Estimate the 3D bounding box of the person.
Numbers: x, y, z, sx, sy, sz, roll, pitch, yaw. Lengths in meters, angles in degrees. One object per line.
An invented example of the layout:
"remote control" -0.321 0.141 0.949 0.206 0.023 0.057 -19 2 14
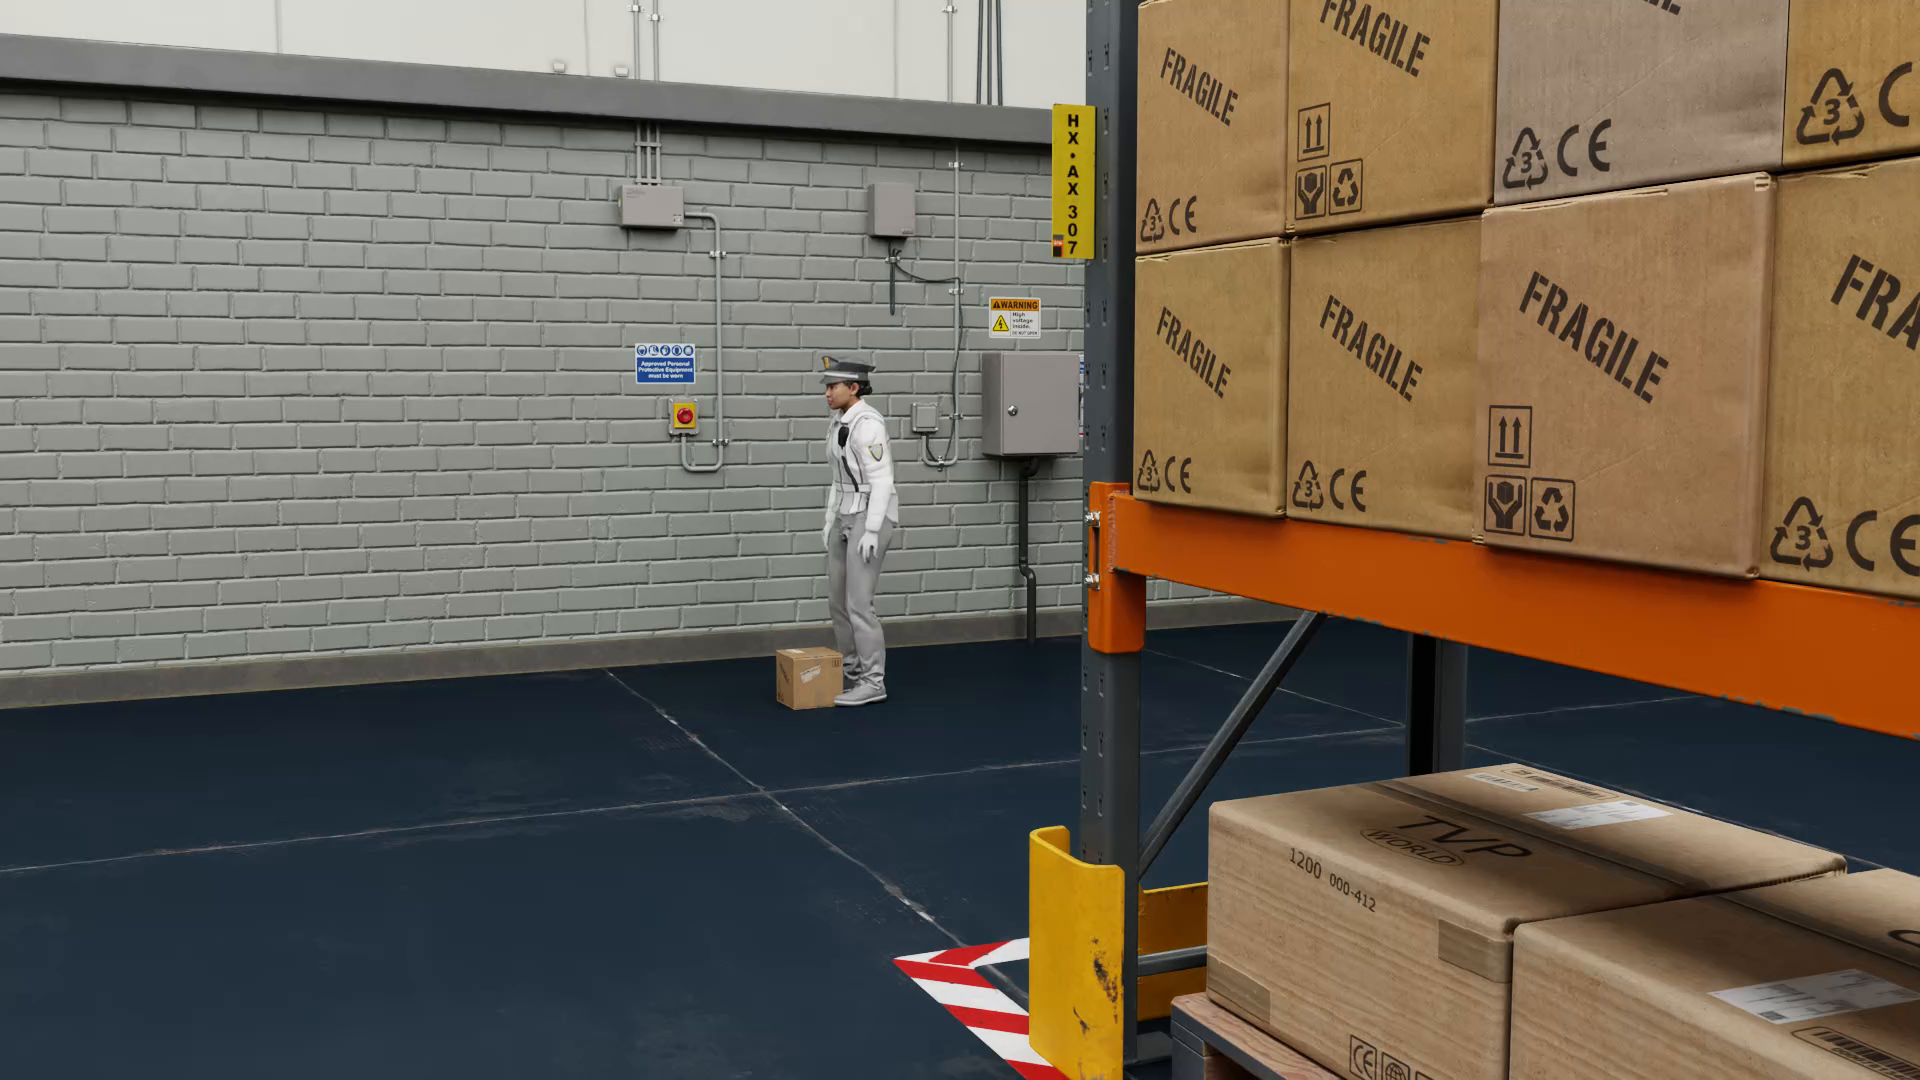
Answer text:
"person" -0.502 -0.052 8.008 0.371 1.666 0.547 -3 6 -27
